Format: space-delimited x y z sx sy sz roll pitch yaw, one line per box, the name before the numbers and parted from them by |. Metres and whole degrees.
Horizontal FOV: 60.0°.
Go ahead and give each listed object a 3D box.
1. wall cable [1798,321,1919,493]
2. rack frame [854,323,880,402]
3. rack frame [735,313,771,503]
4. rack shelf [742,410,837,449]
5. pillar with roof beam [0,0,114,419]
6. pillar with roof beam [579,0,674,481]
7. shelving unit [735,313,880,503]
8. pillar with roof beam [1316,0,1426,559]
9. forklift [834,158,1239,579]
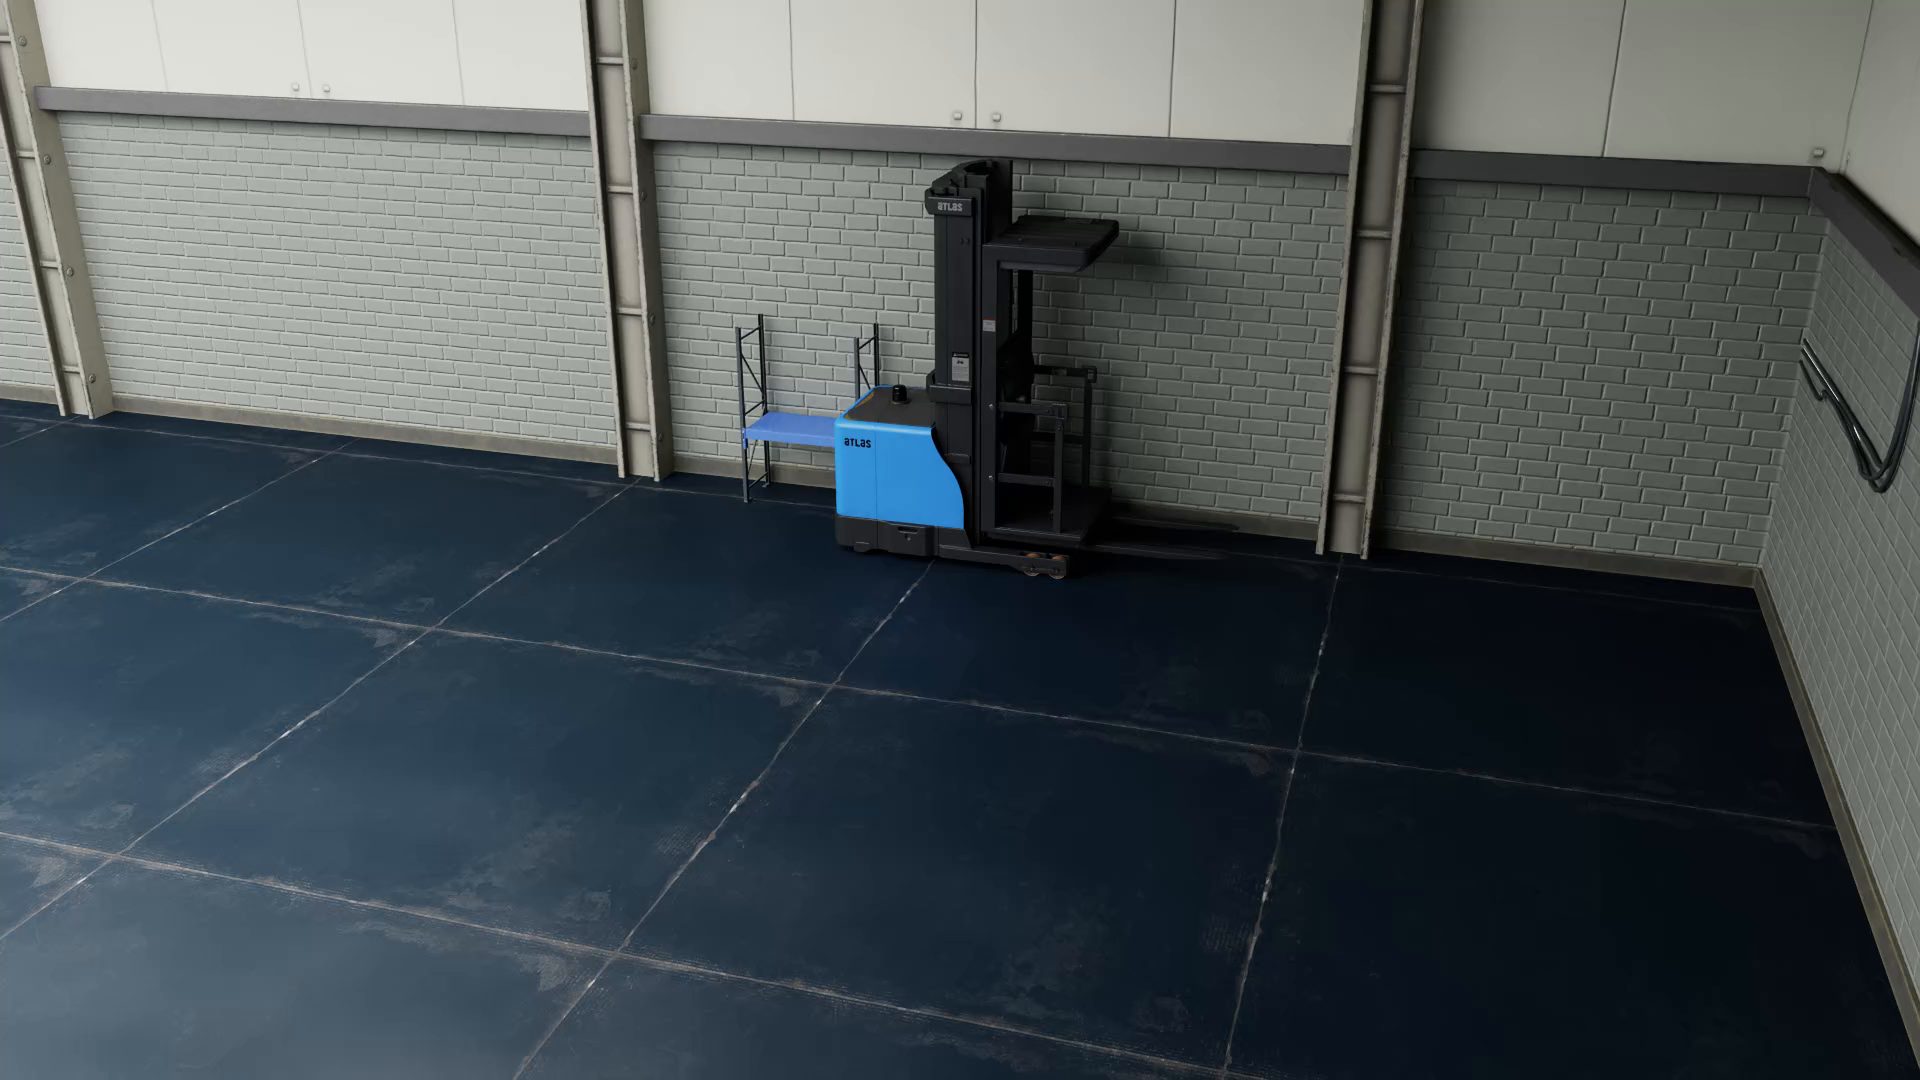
wall cable | 5.436 -1.851 9.921 0.112 2.526 3.097 7 23 16
rack frame | -0.751 -0.984 13.599 0.032 1.500 0.500 7 23 16
rack frame | -1.722 -1.098 13.875 0.032 1.500 0.500 7 23 16
rack shelf | -1.236 -0.875 13.805 1.000 0.185 0.538 7 23 16
pillar with roof beam | -9.734 -3.842 10.684 0.400 9.000 9.100 7 23 16
pillar with roof beam | -3.990 -3.184 9.081 0.400 9.000 9.100 7 23 16
shelving unit | -1.236 -1.041 13.737 1.048 1.500 0.538 7 23 16
pillar with roof beam | 1.754 -2.527 7.477 0.400 9.000 9.100 7 23 16
forklift | 0.605 -1.289 12.456 3.031 2.935 1.130 6 23 15
